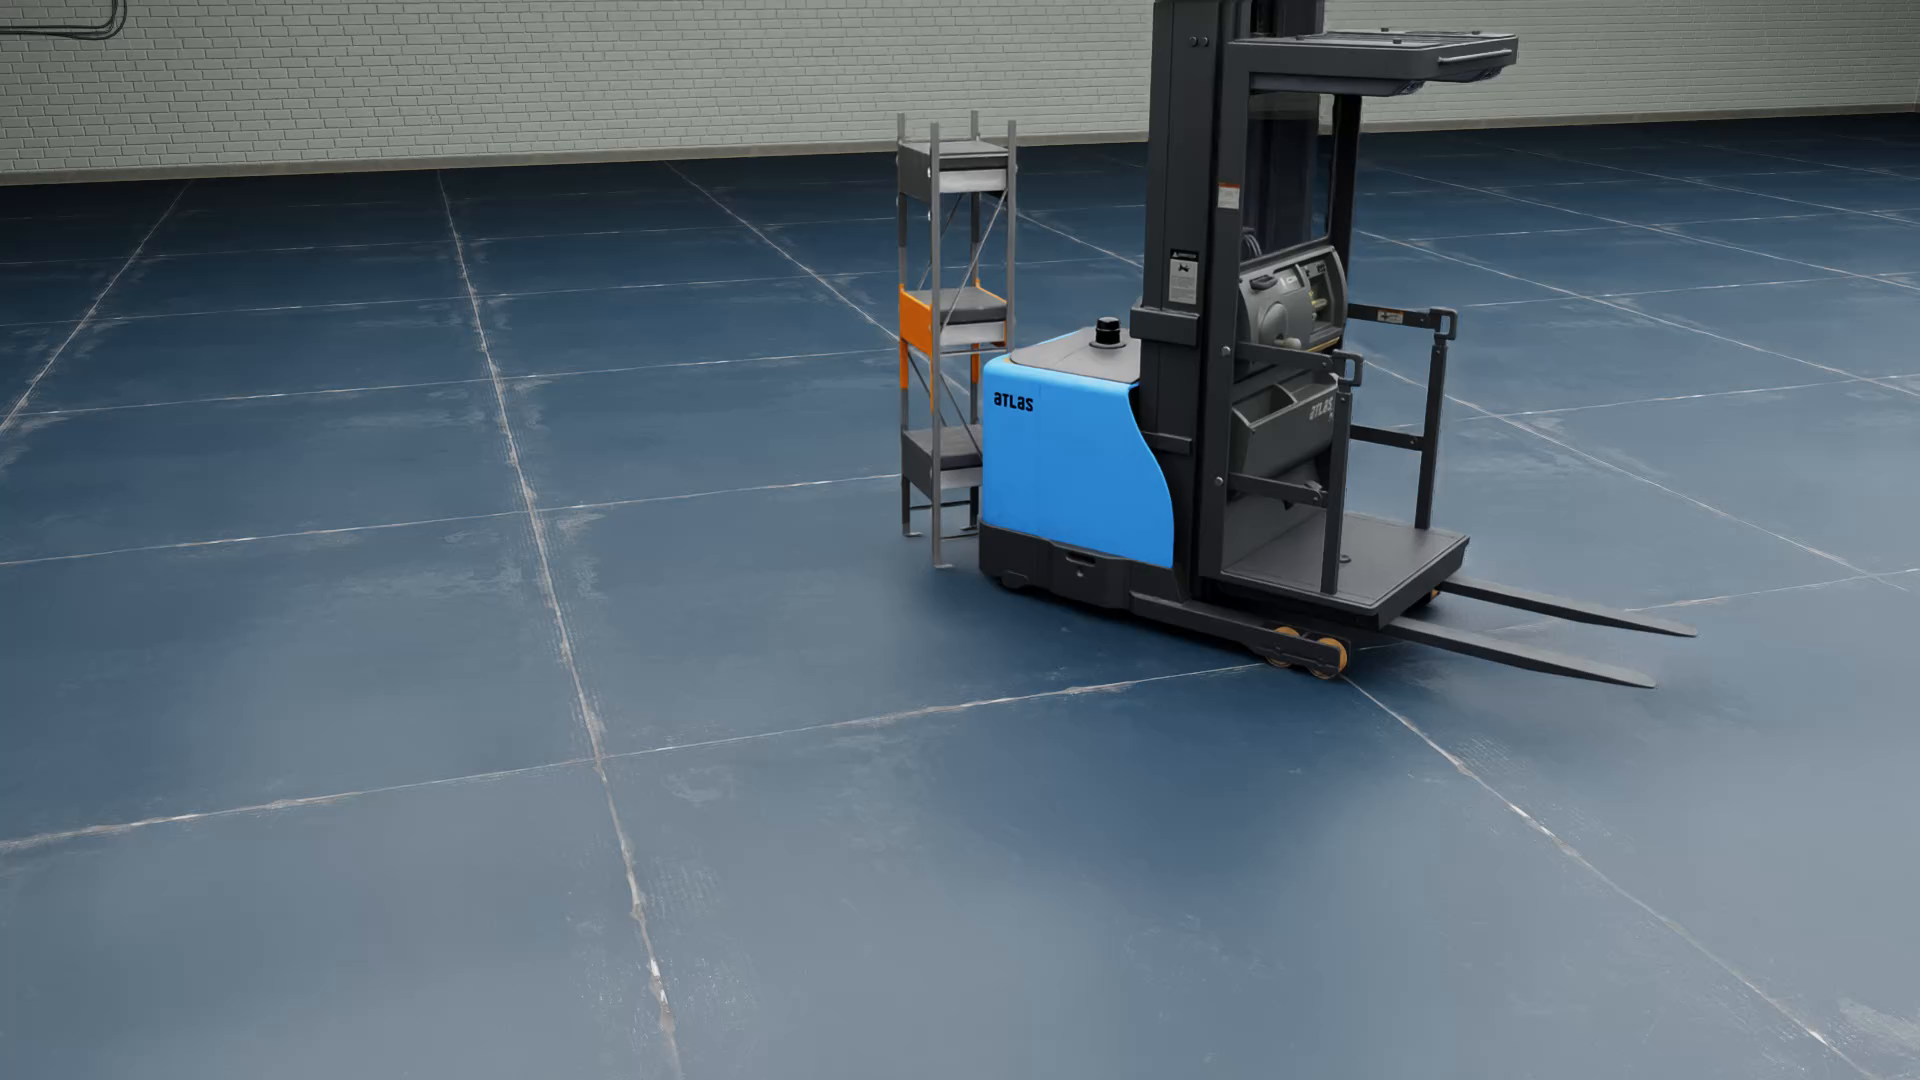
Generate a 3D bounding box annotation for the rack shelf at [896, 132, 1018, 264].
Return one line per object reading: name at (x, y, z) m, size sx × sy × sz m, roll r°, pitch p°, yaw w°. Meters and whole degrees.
rack shelf at (-0.020, -1.596, 7.723) m, size 0.431 × 0.518 × 0.480 m, roll -7°, pitch 21°, yaw -18°

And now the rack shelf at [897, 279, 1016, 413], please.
rack shelf at (-0.020, -0.937, 7.960) m, size 0.431 × 0.518 × 0.480 m, roll -7°, pitch 21°, yaw -18°

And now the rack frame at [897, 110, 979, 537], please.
rack frame at (-0.102, -1.028, 8.172) m, size 0.400 × 2.100 × 0.015 m, roll -7°, pitch 21°, yaw -18°

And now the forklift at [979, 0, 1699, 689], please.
forklift at (1.576, -1.012, 6.899) m, size 3.031 × 2.935 × 1.130 m, roll 14°, pitch 24°, yaw 34°

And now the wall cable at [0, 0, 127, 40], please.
wall cable at (-11.722, -7.193, 19.724) m, size 3.097 × 2.526 × 0.112 m, roll -6°, pitch 21°, yaw -17°

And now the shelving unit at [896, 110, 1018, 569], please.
shelving unit at (-0.020, -0.950, 7.955) m, size 0.431 × 2.100 × 0.503 m, roll -7°, pitch 21°, yaw -18°

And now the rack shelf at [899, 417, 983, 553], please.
rack shelf at (-0.020, -0.278, 8.197) m, size 0.431 × 0.518 × 0.480 m, roll -7°, pitch 21°, yaw -18°

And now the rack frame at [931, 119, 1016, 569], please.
rack frame at (0.061, -0.872, 7.739) m, size 0.400 × 2.100 × 0.015 m, roll -7°, pitch 21°, yaw -18°
